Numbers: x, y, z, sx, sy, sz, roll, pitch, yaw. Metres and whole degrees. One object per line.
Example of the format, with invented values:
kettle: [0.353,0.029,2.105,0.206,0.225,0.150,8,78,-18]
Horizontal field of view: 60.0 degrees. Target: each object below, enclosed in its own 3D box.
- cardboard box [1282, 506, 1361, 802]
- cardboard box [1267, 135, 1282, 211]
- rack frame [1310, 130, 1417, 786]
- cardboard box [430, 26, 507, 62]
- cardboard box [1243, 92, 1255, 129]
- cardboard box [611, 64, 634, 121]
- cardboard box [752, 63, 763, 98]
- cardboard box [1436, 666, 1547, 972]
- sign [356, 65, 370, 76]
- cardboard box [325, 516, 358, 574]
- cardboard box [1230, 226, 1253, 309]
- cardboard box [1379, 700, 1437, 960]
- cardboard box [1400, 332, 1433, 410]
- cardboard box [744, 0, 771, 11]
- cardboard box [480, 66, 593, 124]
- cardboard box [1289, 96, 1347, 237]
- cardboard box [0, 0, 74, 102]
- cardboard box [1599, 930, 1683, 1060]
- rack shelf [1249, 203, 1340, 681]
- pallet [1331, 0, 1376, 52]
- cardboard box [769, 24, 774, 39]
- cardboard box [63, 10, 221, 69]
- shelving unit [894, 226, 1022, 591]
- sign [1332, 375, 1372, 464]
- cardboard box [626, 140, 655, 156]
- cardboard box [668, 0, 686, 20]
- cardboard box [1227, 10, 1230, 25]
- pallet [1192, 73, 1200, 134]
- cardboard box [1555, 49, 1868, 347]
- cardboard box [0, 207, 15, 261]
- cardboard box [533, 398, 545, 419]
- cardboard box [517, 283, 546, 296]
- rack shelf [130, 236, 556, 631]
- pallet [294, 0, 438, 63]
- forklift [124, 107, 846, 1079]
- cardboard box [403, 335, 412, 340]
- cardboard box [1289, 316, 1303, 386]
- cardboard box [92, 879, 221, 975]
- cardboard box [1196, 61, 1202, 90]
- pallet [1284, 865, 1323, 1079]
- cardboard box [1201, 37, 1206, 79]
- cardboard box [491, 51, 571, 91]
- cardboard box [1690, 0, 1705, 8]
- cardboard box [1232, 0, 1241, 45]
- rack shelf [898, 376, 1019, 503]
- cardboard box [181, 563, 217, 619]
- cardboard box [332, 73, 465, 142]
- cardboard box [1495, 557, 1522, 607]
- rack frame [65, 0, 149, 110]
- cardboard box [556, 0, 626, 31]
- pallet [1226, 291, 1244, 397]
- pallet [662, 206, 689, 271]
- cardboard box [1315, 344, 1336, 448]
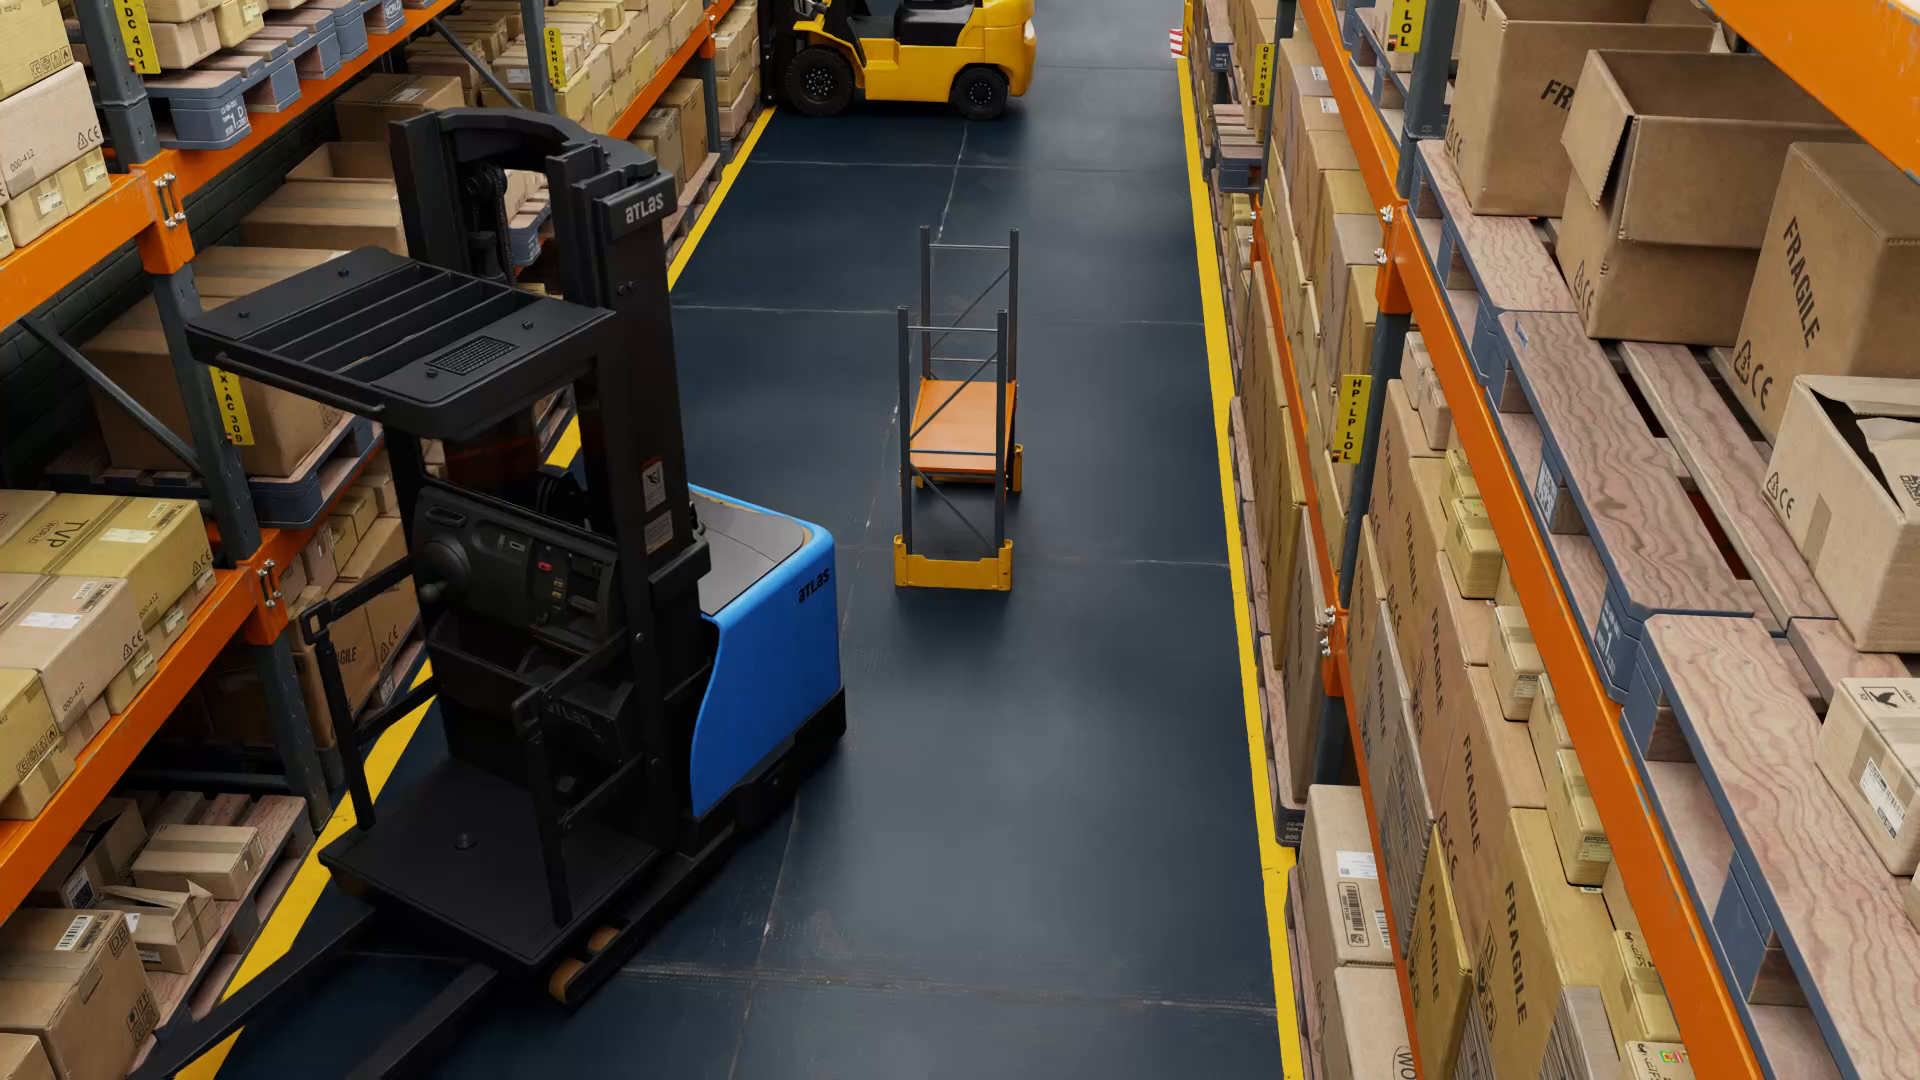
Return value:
cardboard box: [1.812,0.478,6.740,0.875,0.875,0.875,3,32,6]
cardboard box: [1.880,-1.906,8.651,0.500,0.250,0.500,2,32,4]
rack frame: [1.842,0.080,5.762,1.000,3.000,0.127,2,32,4]
cardboard box: [-2.964,-2.994,10.035,0.380,0.149,0.250,2,32,4]
cardboard box: [1.885,-2.542,9.855,0.380,0.149,0.250,2,32,4]
cardboard box: [-2.420,-2.912,10.759,0.500,0.250,0.500,1,32,2]
cardboard box: [-2.033,-4.096,14.758,0.500,0.250,0.500,3,32,5]
cardboard box: [1.418,0.645,3.796,0.500,0.500,0.500,2,32,4]
sign: [-3.334,-2.737,9.228,0.100,0.325,0.005,2,32,4]
cardboard box: [-2.856,0.020,7.223,0.380,0.149,0.250,1,32,1]
cardboard box: [2.275,-1.753,10.840,0.950,0.372,0.625,2,32,3]
cardboard box: [1.451,0.794,4.507,0.500,0.500,0.500,3,32,4]
cardboard box: [1.557,-0.511,5.053,0.380,0.149,0.250,2,32,3]
cardboard box: [-1.971,-4.789,14.929,0.500,0.250,0.500,2,32,3]
cardboard box: [-2.476,-2.592,9.763,0.500,0.250,0.500,2,32,4]
cardboard box: [1.795,-1.703,7.606,0.500,0.500,0.500,3,32,5]
cardboard box: [-2.907,-1.409,4.701,0.500,0.250,0.500,3,32,4]
cardboard box: [1.341,0.828,2.880,0.380,0.149,0.250,3,32,5]
rack shelf: [2.005,-0.660,7.647,1.077,0.370,4.000,2,32,4]
pallet: [2.080,-2.285,6.919,1.003,0.211,1.213,4,32,6]
cardboard box: [-1.974,-4.564,15.041,0.500,0.250,0.500,2,32,4]
cardboard box: [-2.685,-1.661,5.471,0.380,0.149,0.250,3,32,5]
shelving unit: [0.006,-0.678,8.421,0.587,1.500,1.083,2,32,4]
sign: [1.300,-0.398,5.508,0.100,0.325,0.005,2,32,4]
cardboard box: [-2.616,-2.409,11.664,0.875,0.625,0.625,1,32,2]
cardboard box: [-2.274,-3.926,11.927,0.500,0.250,0.500,2,32,3]
cardboard box: [2.104,-3.770,11.847,0.380,0.149,0.250,3,32,5]
pallet: [2.609,-3.909,14.891,1.003,0.211,1.213,2,32,4]
cardboard box: [1.764,-0.756,3.665,0.797,0.503,0.637,5,32,8]
cardboard box: [-2.894,-0.832,4.621,0.380,0.149,0.250,3,32,6]
cardboard box: [-2.651,-0.845,9.245,0.500,0.500,0.500,2,32,3]
cardboard box: [-2.568,-1.344,9.435,0.380,0.149,0.250,1,32,2]
rack shelf: [-2.943,-0.870,7.988,1.077,0.370,4.000,2,32,4]
pallet: [-2.901,-2.208,6.794,1.213,0.211,1.003,2,32,4]
forklift: [-1.686,0.157,5.702,1.130,2.935,3.031,17,36,26]
cardboard box: [-2.610,-0.962,7.180,0.396,0.266,0.258,4,32,6]
cardboard box: [1.767,-0.901,7.497,0.500,0.250,0.500,2,32,4]
cardboard box: [-2.887,1.345,5.914,0.396,0.266,0.258,4,32,6]
cardboard box: [2.396,-4.241,14.993,0.500,0.250,0.500,5,32,7]
pallet: [1.702,1.661,5.853,1.003,0.211,1.213,2,32,4]
cardboard box: [2.354,-4.285,14.349,0.500,0.500,0.500,4,32,7]
cardboard box: [-2.461,-2.695,9.550,0.380,0.149,0.250,3,32,5]
cardboard box: [2.202,-1.867,5.566,0.500,0.500,0.500,2,32,3]
cardboard box: [2.044,-3.430,10.677,0.500,0.500,0.500,1,32,2]
rack shelf: [0.007,-0.530,8.523,0.538,0.185,1.000,2,32,4]
cardboard box: [-2.880,0.154,5.880,0.380,0.149,0.250,3,32,5]
cardboard box: [-2.978,-2.181,8.934,0.500,0.500,0.500,4,32,6]
cardboard box: [1.503,0.159,3.966,0.380,0.149,0.250,2,32,4]
rack frame: [-3.106,-2.684,4.529,1.000,3.000,0.127,2,32,4]
cardboard box: [-2.366,-3.370,10.646,0.380,0.149,0.250,3,32,5]
pallet: [2.232,-1.233,10.550,1.003,0.211,1.213,2,32,4]
pallet: [-2.572,-2.100,11.956,1.003,0.211,1.213,2,32,4]
cardboard box: [1.669,-0.572,6.485,0.500,0.250,0.500,3,32,5]
